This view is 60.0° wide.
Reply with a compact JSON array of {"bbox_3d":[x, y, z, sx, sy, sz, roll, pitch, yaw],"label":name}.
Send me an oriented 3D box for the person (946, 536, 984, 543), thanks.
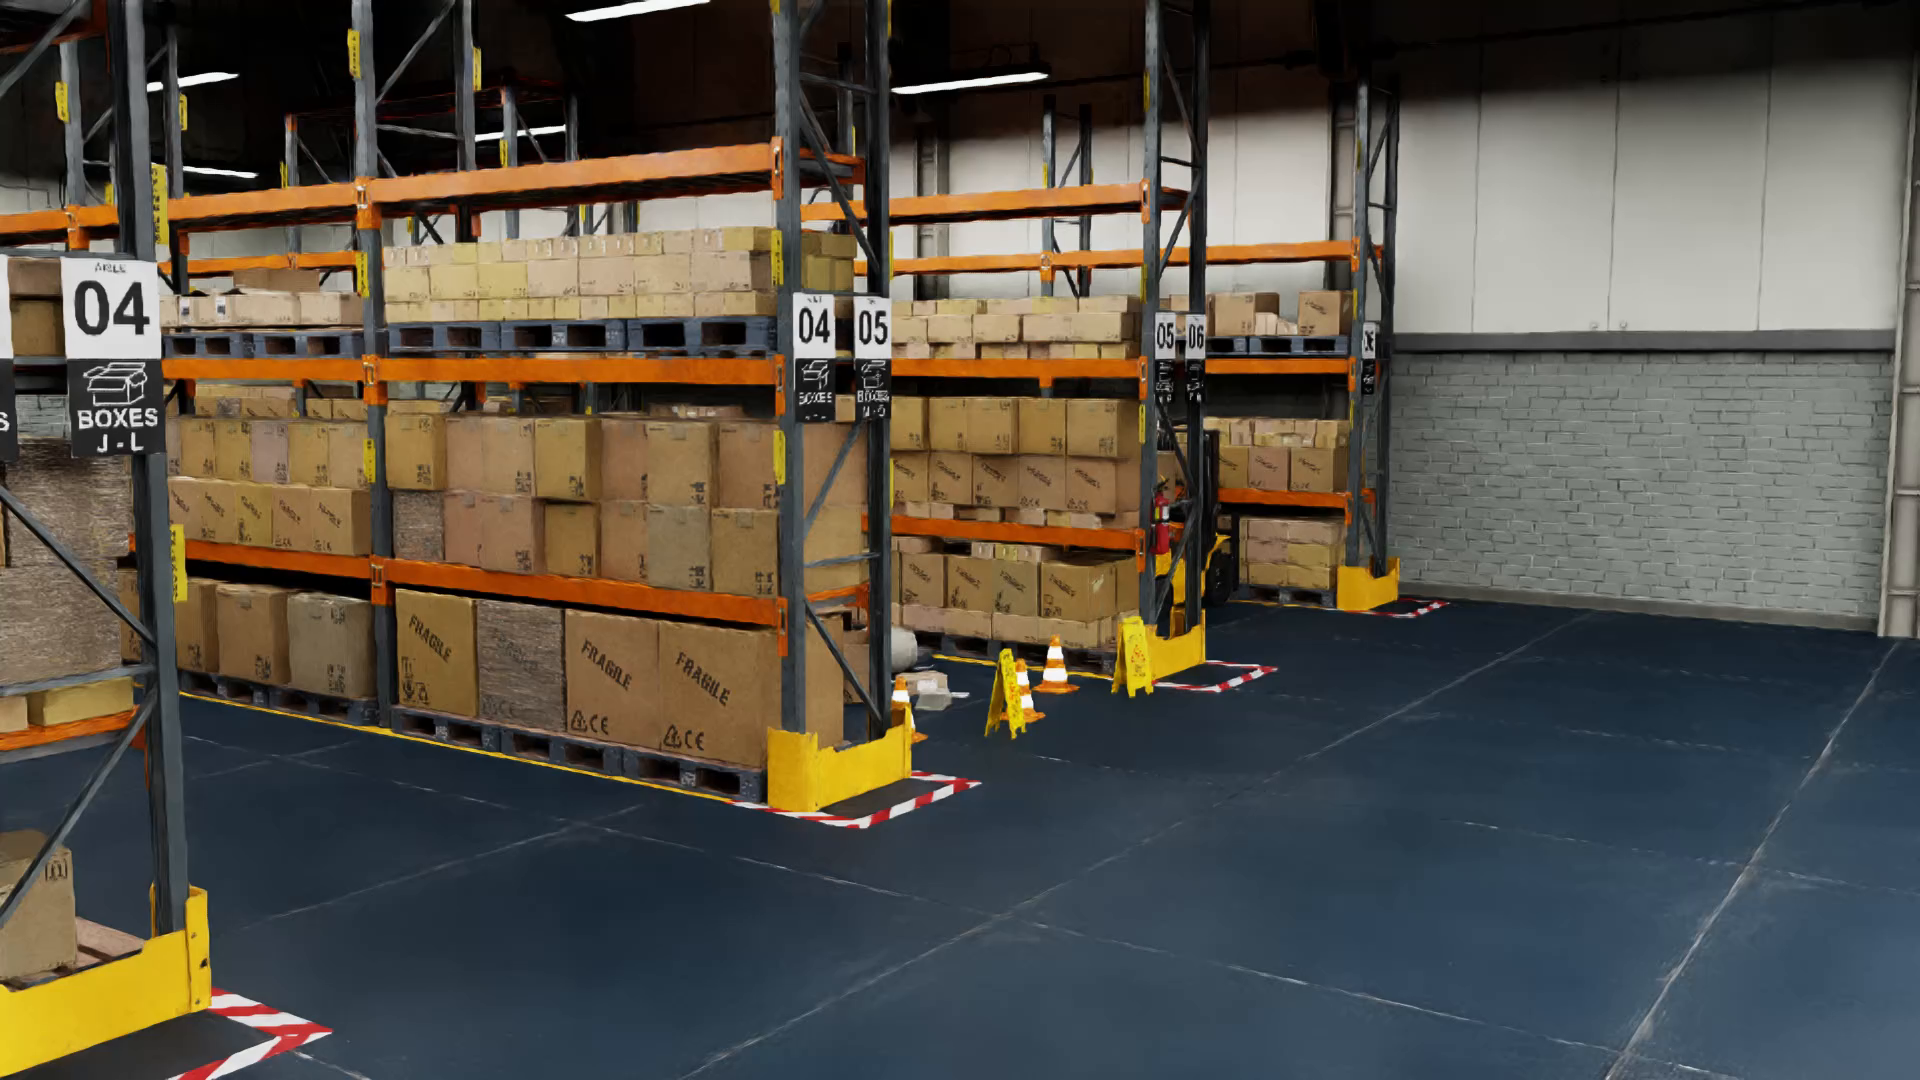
[{"bbox_3d":[0.123,-0.065,18.370,0.690,1.765,0.576,4,8,35],"label":"person"}]
